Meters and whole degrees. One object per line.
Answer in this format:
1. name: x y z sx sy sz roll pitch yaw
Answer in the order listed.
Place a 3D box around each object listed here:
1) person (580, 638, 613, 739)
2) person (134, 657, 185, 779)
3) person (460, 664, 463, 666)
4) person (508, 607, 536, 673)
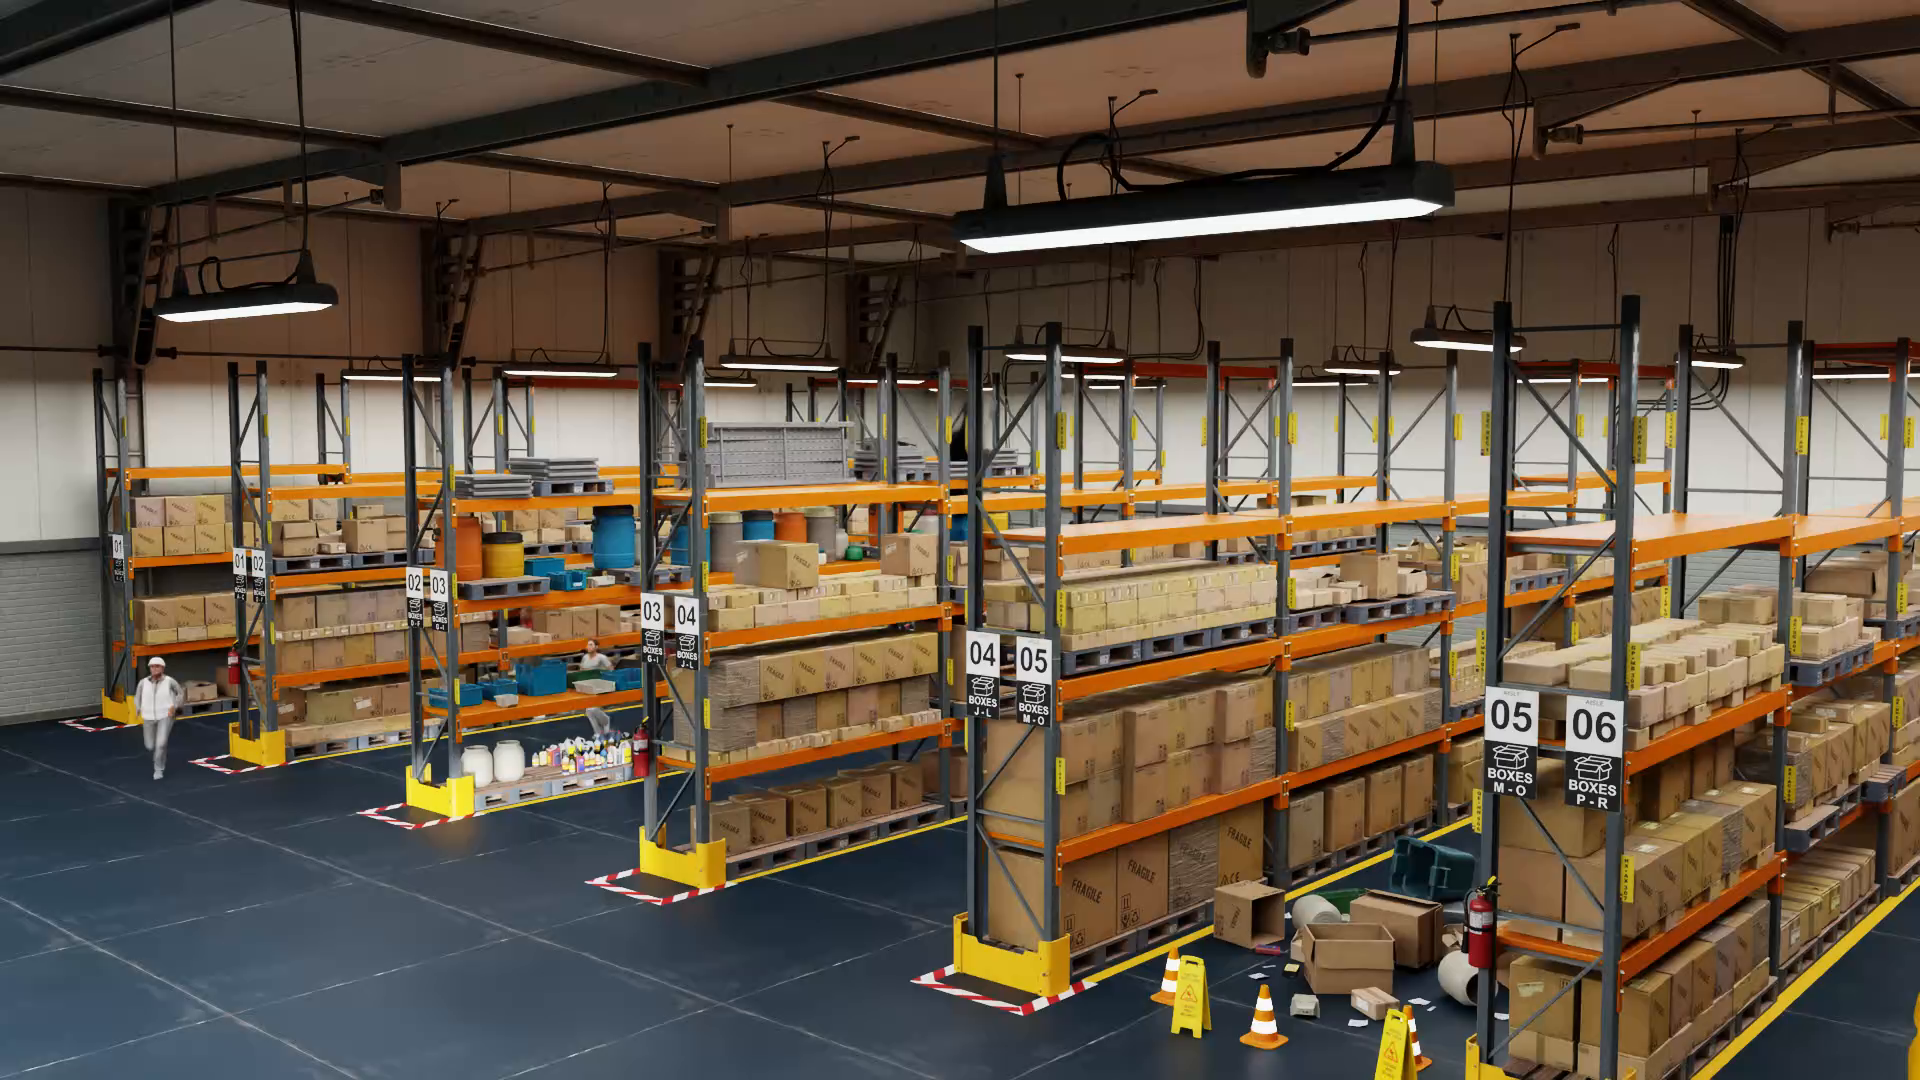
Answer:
1. person: -5.888 2.384 26.705 0.567 1.631 0.553 2 5 24
2. person: -11.577 2.552 24.047 0.671 1.749 0.650 -1 4 -14
3. person: -9.065 2.092 29.984 0.610 1.731 0.819 4 6 44
4. person: -7.977 2.080 30.346 0.645 1.708 0.659 3 5 31
